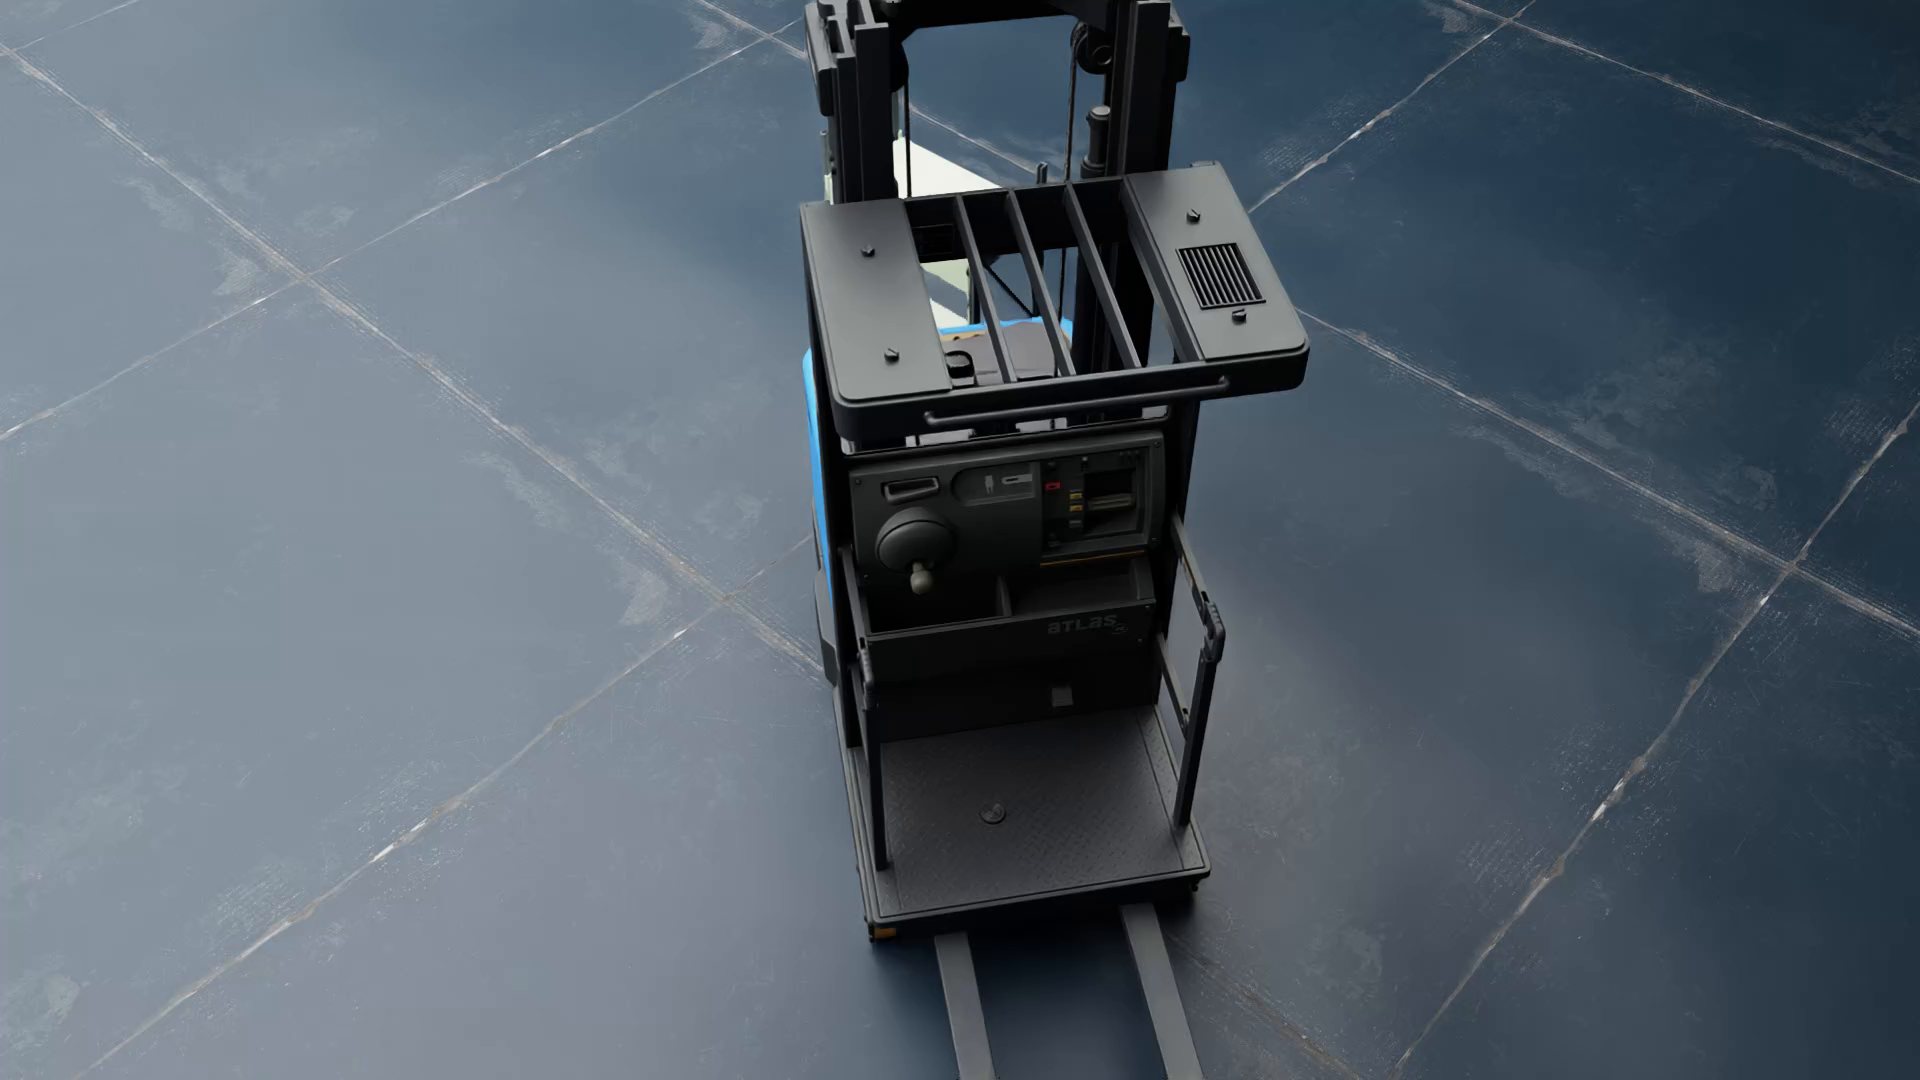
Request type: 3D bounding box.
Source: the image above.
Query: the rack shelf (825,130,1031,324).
[{"bbox_3d":[-0.100,-1.173,6.288,0.720,0.370,0.431,33,55,27],"label":"rack shelf"}]

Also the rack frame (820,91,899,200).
[{"bbox_3d":[-0.374,-1.083,6.738,0.023,1.500,0.400,33,55,27],"label":"rack frame"}]

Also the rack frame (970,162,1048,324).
[{"bbox_3d":[0.174,-0.729,6.406,0.023,1.500,0.400,33,55,27],"label":"rack frame"}]

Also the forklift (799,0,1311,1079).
[{"bbox_3d":[0.186,0.019,4.722,1.130,2.935,3.031,-7,47,-7],"label":"forklift"}]

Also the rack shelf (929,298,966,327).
[{"bbox_3d":[-0.100,-0.683,6.810,0.720,0.370,0.431,33,55,27],"label":"rack shelf"}]

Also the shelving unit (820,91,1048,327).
[{"bbox_3d":[-0.100,-0.906,6.572,0.755,1.500,0.431,33,55,27],"label":"shelving unit"}]
